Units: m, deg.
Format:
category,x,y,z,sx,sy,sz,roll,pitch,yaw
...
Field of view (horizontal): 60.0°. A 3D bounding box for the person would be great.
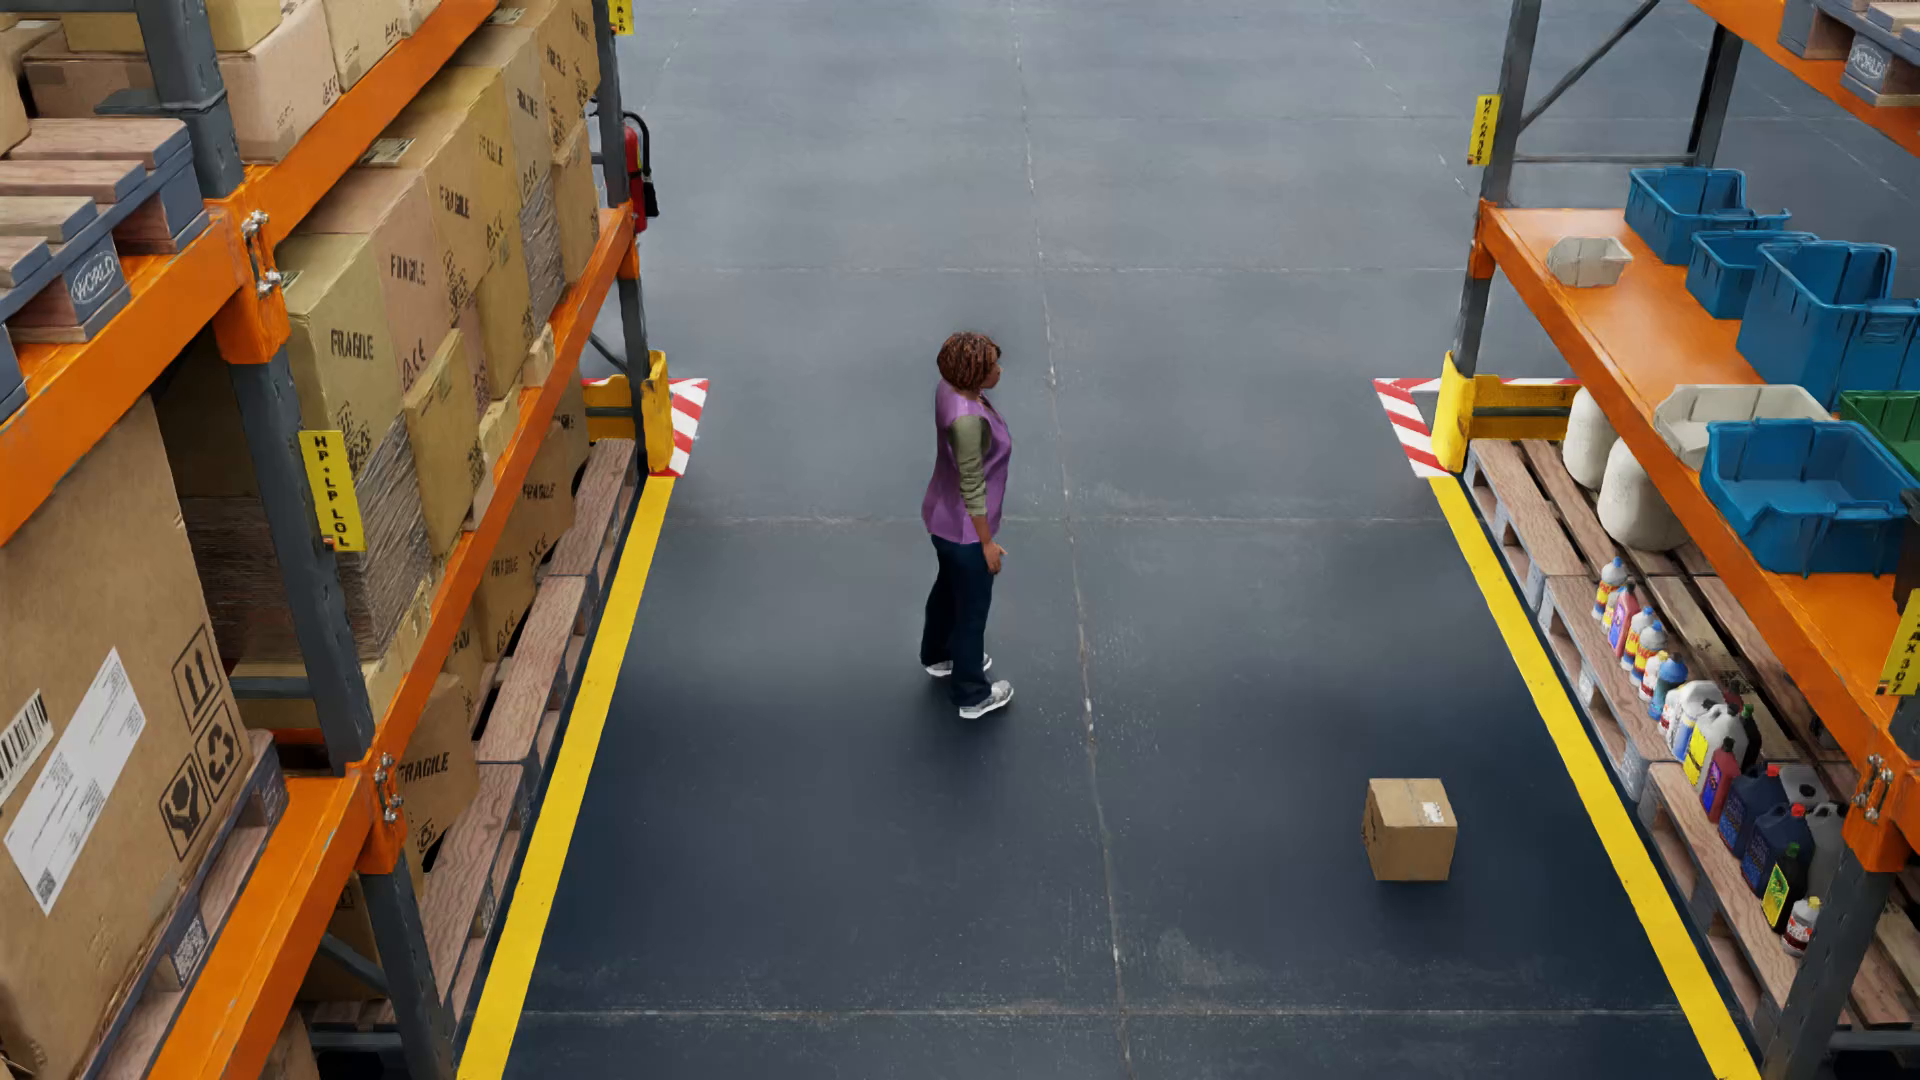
category,x,y,z,sx,sy,sz,roll,pitch,yaw
person,0.036,-0.061,6.228,0.343,1.585,0.427,-4,32,-6
